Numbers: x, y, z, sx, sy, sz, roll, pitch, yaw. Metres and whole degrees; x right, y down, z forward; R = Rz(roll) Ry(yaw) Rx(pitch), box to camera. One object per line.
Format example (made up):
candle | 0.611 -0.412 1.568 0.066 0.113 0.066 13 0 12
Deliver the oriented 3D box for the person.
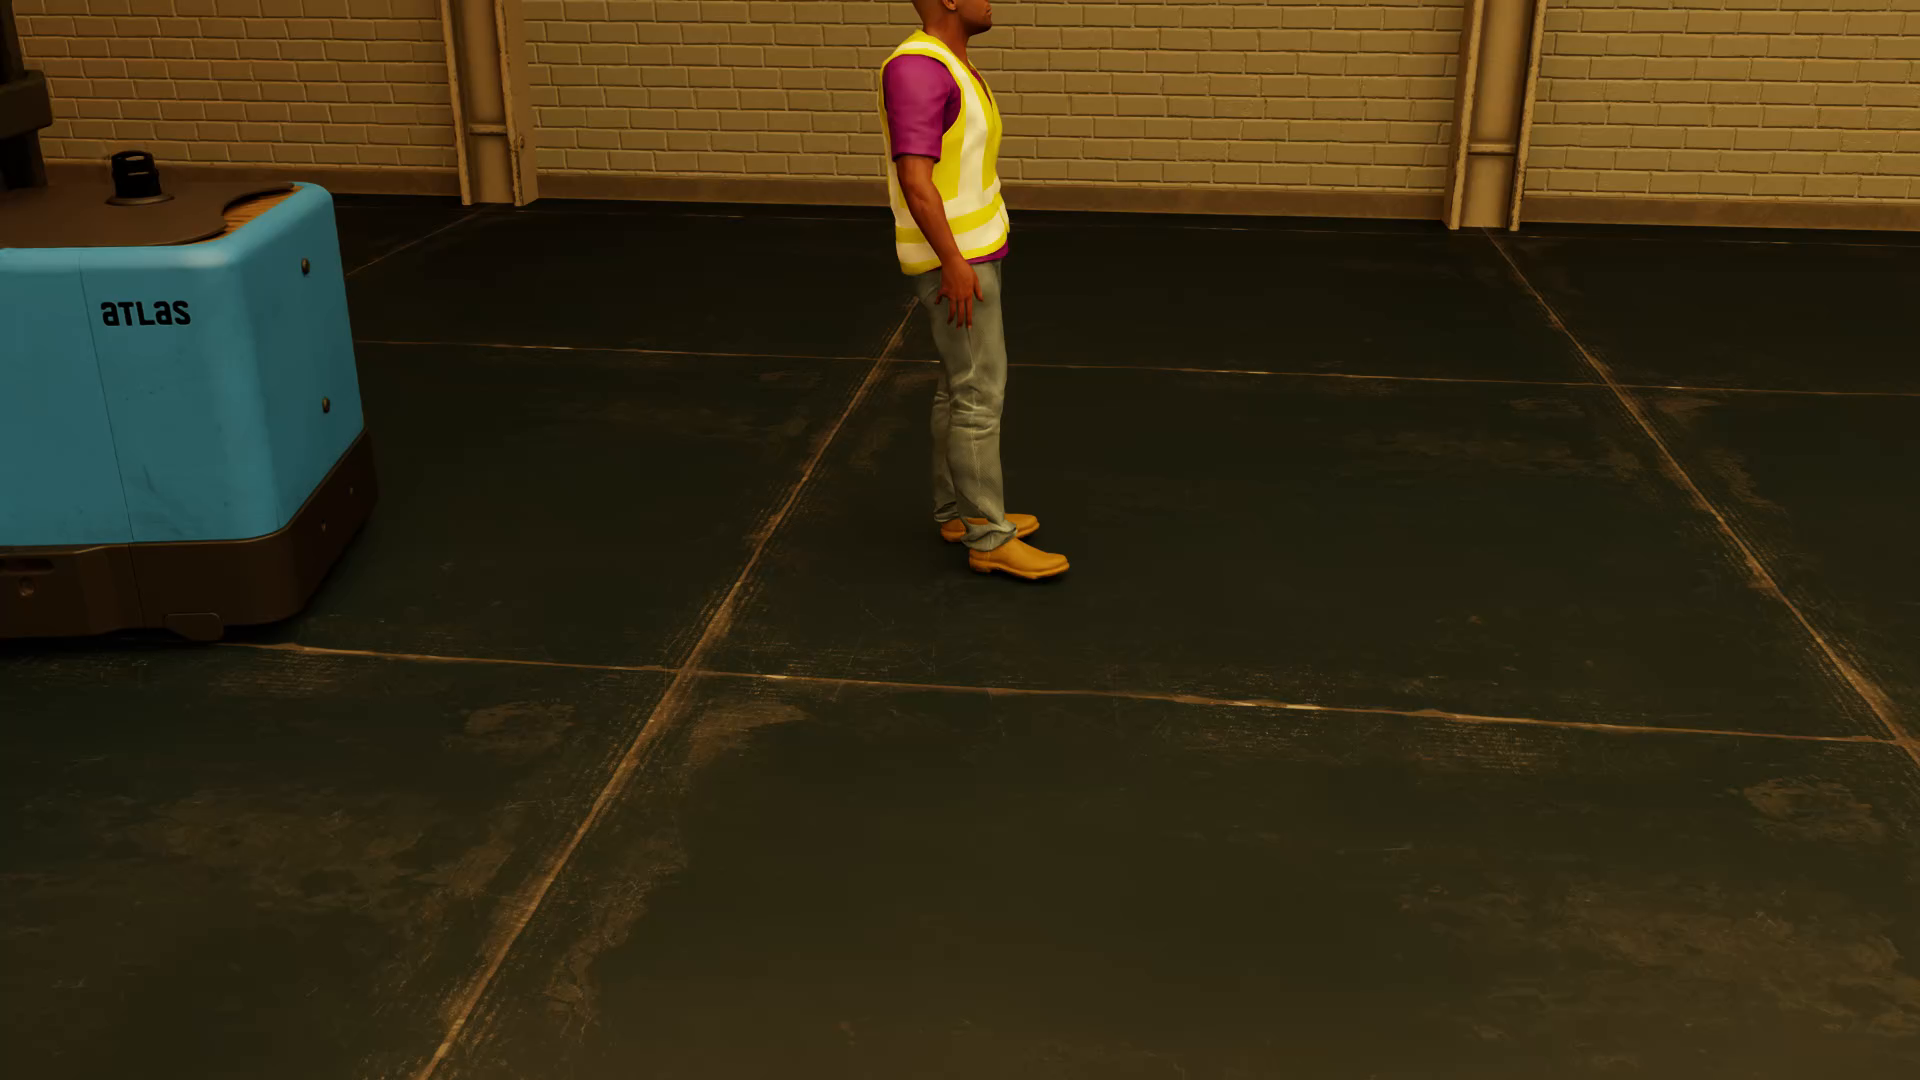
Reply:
person | 0.069 -0.821 4.832 0.575 1.768 0.666 3 22 7

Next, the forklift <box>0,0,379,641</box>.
forklift | -3.331 -1.219 4.281 3.031 2.935 1.130 -2 22 -4
